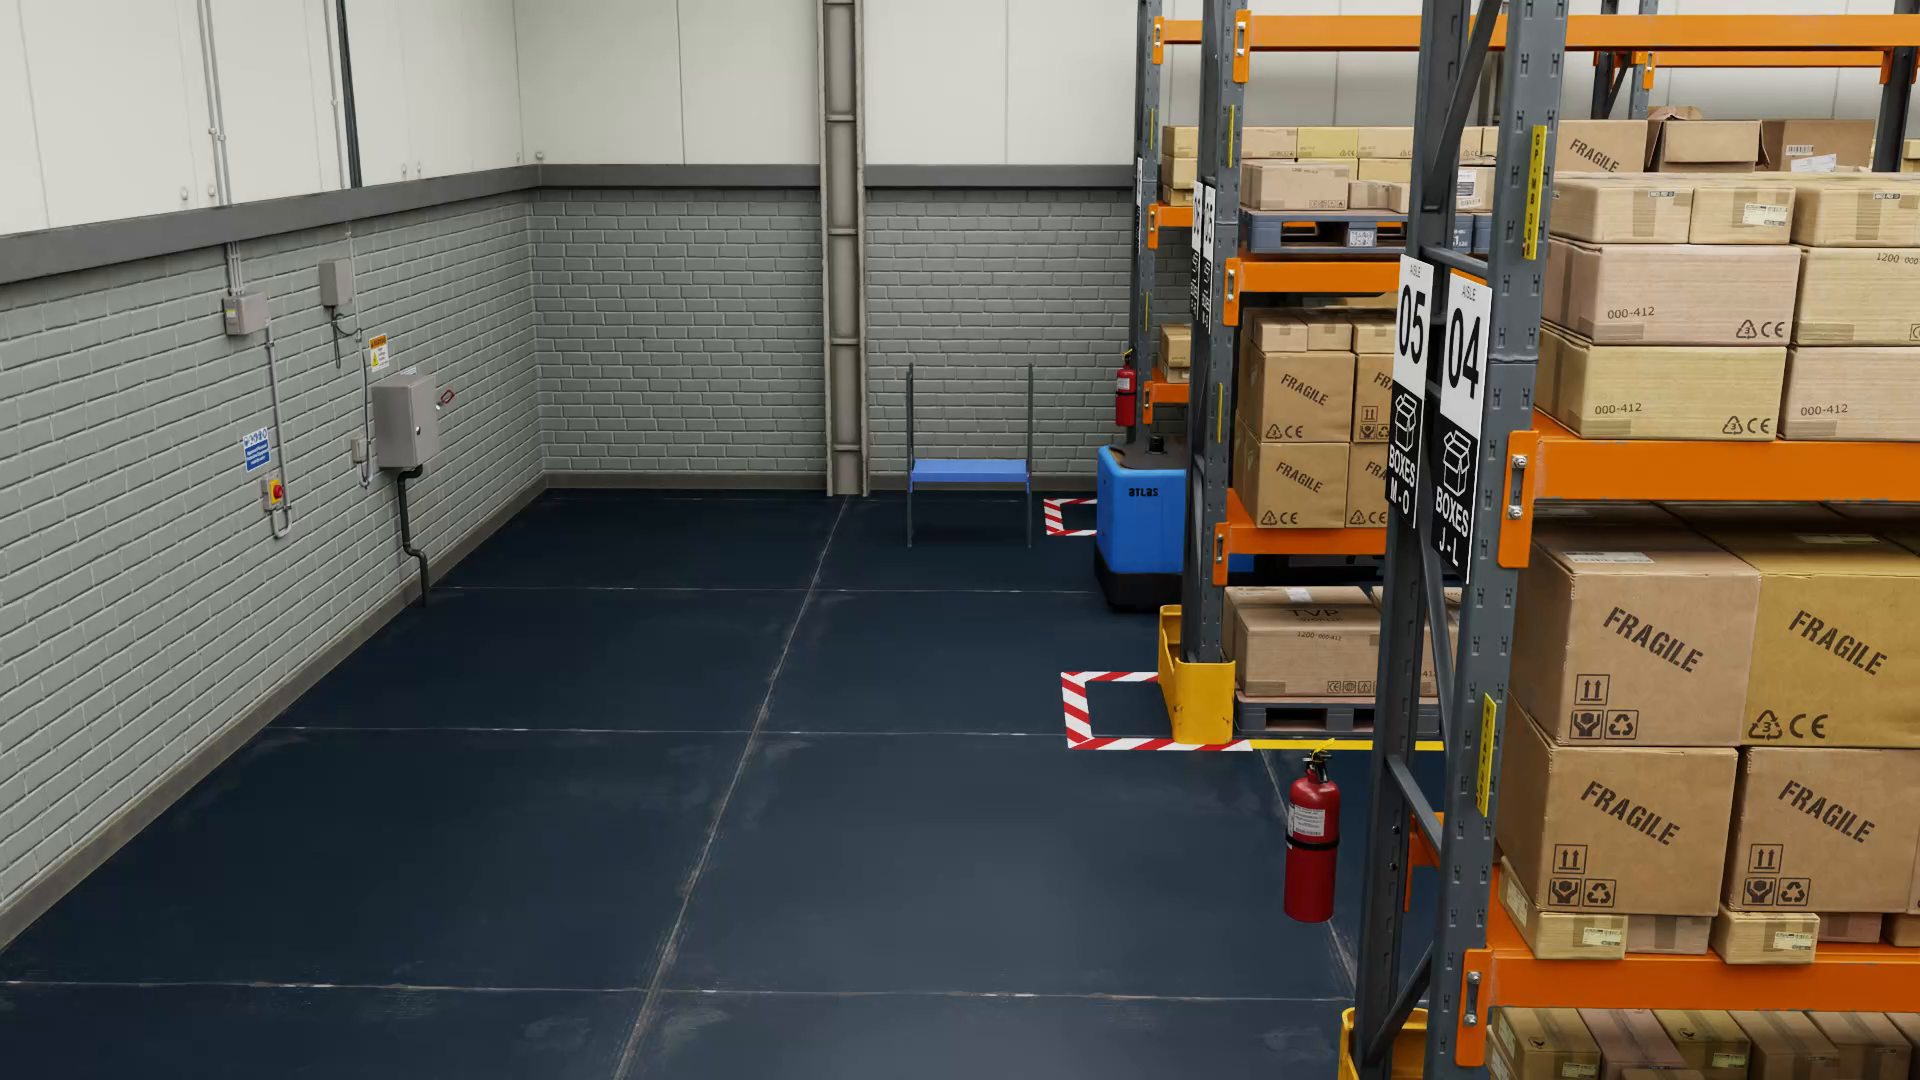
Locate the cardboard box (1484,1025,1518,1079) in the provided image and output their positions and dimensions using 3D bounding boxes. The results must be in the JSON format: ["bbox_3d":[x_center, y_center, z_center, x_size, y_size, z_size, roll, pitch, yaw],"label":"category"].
[{"bbox_3d":[1.982,1.830,5.708,0.250,0.149,0.380,0,15,0],"label":"cardboard box"}]

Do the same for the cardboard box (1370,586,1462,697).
[{"bbox_3d":[3.050,0.623,10.299,0.875,0.438,0.875,1,15,3],"label":"cardboard box"}]

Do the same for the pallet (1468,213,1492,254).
[{"bbox_3d":[3.437,-1.794,9.553,1.213,0.211,1.003,0,15,1],"label":"pallet"}]

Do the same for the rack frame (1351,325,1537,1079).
[{"bbox_3d":[1.447,0.867,5.173,0.127,3.000,1.000,0,15,1],"label":"rack frame"}]

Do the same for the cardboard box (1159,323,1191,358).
[{"bbox_3d":[2.062,-1.798,14.984,0.500,0.250,0.500,1,15,3],"label":"cardboard box"}]

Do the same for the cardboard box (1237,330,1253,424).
[{"bbox_3d":[1.961,-0.985,10.038,0.500,0.500,0.500,1,15,3],"label":"cardboard box"}]

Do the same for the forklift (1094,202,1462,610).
[{"bbox_3d":[2.591,-1.018,12.454,3.031,2.935,1.130,-1,15,-2],"label":"forklift"}]

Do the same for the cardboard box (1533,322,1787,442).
[{"bbox_3d":[1.890,-0.442,4.551,0.500,0.250,0.500,1,15,3],"label":"cardboard box"}]

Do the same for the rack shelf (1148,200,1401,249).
[{"bbox_3d":[3.595,-2.751,14.418,4.000,0.370,1.077,0,15,1],"label":"rack shelf"}]

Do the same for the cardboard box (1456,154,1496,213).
[{"bbox_3d":[2.968,-2.032,9.437,0.500,0.311,0.500,1,15,2],"label":"cardboard box"}]

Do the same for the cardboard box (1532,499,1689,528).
[{"bbox_3d":[1.911,0.131,5.224,0.500,0.500,0.500,0,15,0],"label":"cardboard box"}]

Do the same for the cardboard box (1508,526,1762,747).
[{"bbox_3d":[1.889,0.262,4.727,0.500,0.500,0.500,0,15,1],"label":"cardboard box"}]

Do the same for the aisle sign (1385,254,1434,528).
[{"bbox_3d":[1.382,-0.467,5.133,0.004,0.787,0.394,0,15,1],"label":"aisle sign"}]

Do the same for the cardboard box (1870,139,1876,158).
[{"bbox_3d":[7.423,-3.251,13.792,0.250,0.149,0.380,0,15,2],"label":"cardboard box"}]

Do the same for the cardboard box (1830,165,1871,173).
[{"bbox_3d":[4.825,-1.929,9.136,0.258,0.266,0.396,1,15,3],"label":"cardboard box"}]

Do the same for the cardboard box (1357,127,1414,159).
[{"bbox_3d":[3.553,-3.349,14.006,0.500,0.250,0.500,1,15,3],"label":"cardboard box"}]

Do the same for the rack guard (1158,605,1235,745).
[{"bbox_3d":[1.449,0.813,10.279,0.348,0.500,1.175,0,15,1],"label":"rack guard"}]

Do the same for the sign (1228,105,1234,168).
[{"bbox_3d":[1.453,-2.166,8.919,0.005,0.325,0.100,0,15,1],"label":"sign"}]

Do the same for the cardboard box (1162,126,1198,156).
[{"bbox_3d":[2.047,-3.493,14.552,0.500,0.250,0.500,0,15,0],"label":"cardboard box"}]

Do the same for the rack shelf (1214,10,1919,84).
[{"bbox_3d":[3.472,-2.742,9.288,4.000,0.370,1.077,0,15,1],"label":"rack shelf"}]

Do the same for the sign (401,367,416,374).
[{"bbox_3d":[-4.160,-1.043,12.598,0.001,0.494,0.329,0,15,1],"label":"sign"}]

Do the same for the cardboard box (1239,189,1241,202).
[{"bbox_3d":[2.427,-2.928,14.171,0.250,0.149,0.380,0,15,2],"label":"cardboard box"}]

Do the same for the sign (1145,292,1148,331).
[{"bbox_3d":[1.582,-1.942,14.123,0.005,0.325,0.100,0,15,1],"label":"sign"}]

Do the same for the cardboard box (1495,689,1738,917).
[{"bbox_3d":[1.889,0.748,4.844,0.500,0.500,0.500,1,15,4],"label":"cardboard box"}]

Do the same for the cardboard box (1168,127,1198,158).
[{"bbox_3d":[2.033,-3.358,14.039,0.500,0.250,0.500,0,15,1],"label":"cardboard box"}]

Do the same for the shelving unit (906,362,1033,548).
[{"bbox_3d":[0.085,-0.725,14.147,1.048,1.500,0.538,0,15,1],"label":"shelving unit"}]

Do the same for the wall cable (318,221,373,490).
[{"bbox_3d":[-4.140,-1.280,11.318,0.122,1.984,0.588,0,15,1],"label":"wall cable"}]

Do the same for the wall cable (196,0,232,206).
[{"bbox_3d":[-4.221,-3.262,9.063,0.029,3.000,0.463,0,15,1],"label":"wall cable"}]

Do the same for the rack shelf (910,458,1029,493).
[{"bbox_3d":[0.085,-0.551,14.192,1.000,0.185,0.538,0,15,1],"label":"rack shelf"}]

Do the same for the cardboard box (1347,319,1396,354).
[{"bbox_3d":[2.341,-1.154,9.406,0.250,0.149,0.380,1,15,3],"label":"cardboard box"}]

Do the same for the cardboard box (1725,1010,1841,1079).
[{"bbox_3d":[2.752,1.697,5.626,0.250,0.149,0.380,0,15,-1],"label":"cardboard box"}]

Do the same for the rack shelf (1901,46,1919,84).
[{"bbox_3d":[7.471,-2.716,9.189,4.000,0.370,1.077,0,15,1],"label":"rack shelf"}]

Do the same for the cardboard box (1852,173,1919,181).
[{"bbox_3d":[2.807,-0.999,4.898,0.250,0.149,0.380,0,15,0],"label":"cardboard box"}]

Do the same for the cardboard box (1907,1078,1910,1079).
[{"bbox_3d":[3.276,1.839,5.672,0.250,0.149,0.380,1,15,4],"label":"cardboard box"}]

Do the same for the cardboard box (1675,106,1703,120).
[{"bbox_3d":[6.167,-3.582,14.236,0.258,0.266,0.396,0,15,1],"label":"cardboard box"}]

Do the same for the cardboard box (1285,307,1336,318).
[{"bbox_3d":[2.091,-1.294,9.939,0.250,0.149,0.380,1,15,2],"label":"cardboard box"}]

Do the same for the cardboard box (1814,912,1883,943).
[{"bbox_3d":[2.549,1.048,4.981,0.250,0.149,0.380,1,15,4],"label":"cardboard box"}]

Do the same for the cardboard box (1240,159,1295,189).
[{"bbox_3d":[2.541,-3.113,14.089,0.500,0.250,0.500,1,15,2],"label":"cardboard box"}]

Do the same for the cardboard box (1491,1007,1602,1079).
[{"bbox_3d":[1.983,1.694,5.639,0.250,0.149,0.380,1,15,2],"label":"cardboard box"}]

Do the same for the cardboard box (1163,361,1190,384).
[{"bbox_3d":[1.917,-1.468,14.517,0.250,0.149,0.380,0,15,1],"label":"cardboard box"}]

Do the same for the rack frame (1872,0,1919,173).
[{"bbox_3d":[5.472,-3.270,9.096,0.127,3.000,1.000,0,15,1],"label":"rack frame"}]

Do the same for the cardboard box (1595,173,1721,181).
[{"bbox_3d":[2.032,-0.997,4.890,0.250,0.149,0.380,1,15,2],"label":"cardboard box"}]

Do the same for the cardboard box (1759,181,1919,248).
[{"bbox_3d":[2.289,-0.858,4.366,0.250,0.149,0.380,0,15,1],"label":"cardboard box"}]

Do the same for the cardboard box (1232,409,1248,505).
[{"bbox_3d":[1.962,-0.508,10.191,0.500,0.500,0.500,0,15,2],"label":"cardboard box"}]

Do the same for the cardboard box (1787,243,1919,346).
[{"bbox_3d":[2.401,-0.680,4.471,0.500,0.250,0.500,0,15,1],"label":"cardboard box"}]

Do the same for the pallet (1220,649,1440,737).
[{"bbox_3d":[2.274,0.938,10.372,1.213,0.211,1.003,0,15,1],"label":"pallet"}]

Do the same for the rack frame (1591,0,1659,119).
[{"bbox_3d":[5.595,-4.536,13.894,0.127,3.000,1.000,0,15,1],"label":"rack frame"}]

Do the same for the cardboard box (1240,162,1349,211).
[{"bbox_3d":[1.925,-2.045,9.606,0.500,0.250,0.500,-1,15,-4],"label":"cardboard box"}]

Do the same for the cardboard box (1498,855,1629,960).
[{"bbox_3d":[1.763,1.074,4.880,0.250,0.149,0.380,0,15,1],"label":"cardboard box"}]

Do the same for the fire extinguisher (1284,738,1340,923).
[{"bbox_3d":[1.207,0.966,5.683,0.183,0.674,0.296,0,15,1],"label":"fire extinguisher"}]

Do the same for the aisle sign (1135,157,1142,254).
[{"bbox_3d":[1.520,-2.844,14.144,0.004,0.787,0.394,0,15,1],"label":"aisle sign"}]
